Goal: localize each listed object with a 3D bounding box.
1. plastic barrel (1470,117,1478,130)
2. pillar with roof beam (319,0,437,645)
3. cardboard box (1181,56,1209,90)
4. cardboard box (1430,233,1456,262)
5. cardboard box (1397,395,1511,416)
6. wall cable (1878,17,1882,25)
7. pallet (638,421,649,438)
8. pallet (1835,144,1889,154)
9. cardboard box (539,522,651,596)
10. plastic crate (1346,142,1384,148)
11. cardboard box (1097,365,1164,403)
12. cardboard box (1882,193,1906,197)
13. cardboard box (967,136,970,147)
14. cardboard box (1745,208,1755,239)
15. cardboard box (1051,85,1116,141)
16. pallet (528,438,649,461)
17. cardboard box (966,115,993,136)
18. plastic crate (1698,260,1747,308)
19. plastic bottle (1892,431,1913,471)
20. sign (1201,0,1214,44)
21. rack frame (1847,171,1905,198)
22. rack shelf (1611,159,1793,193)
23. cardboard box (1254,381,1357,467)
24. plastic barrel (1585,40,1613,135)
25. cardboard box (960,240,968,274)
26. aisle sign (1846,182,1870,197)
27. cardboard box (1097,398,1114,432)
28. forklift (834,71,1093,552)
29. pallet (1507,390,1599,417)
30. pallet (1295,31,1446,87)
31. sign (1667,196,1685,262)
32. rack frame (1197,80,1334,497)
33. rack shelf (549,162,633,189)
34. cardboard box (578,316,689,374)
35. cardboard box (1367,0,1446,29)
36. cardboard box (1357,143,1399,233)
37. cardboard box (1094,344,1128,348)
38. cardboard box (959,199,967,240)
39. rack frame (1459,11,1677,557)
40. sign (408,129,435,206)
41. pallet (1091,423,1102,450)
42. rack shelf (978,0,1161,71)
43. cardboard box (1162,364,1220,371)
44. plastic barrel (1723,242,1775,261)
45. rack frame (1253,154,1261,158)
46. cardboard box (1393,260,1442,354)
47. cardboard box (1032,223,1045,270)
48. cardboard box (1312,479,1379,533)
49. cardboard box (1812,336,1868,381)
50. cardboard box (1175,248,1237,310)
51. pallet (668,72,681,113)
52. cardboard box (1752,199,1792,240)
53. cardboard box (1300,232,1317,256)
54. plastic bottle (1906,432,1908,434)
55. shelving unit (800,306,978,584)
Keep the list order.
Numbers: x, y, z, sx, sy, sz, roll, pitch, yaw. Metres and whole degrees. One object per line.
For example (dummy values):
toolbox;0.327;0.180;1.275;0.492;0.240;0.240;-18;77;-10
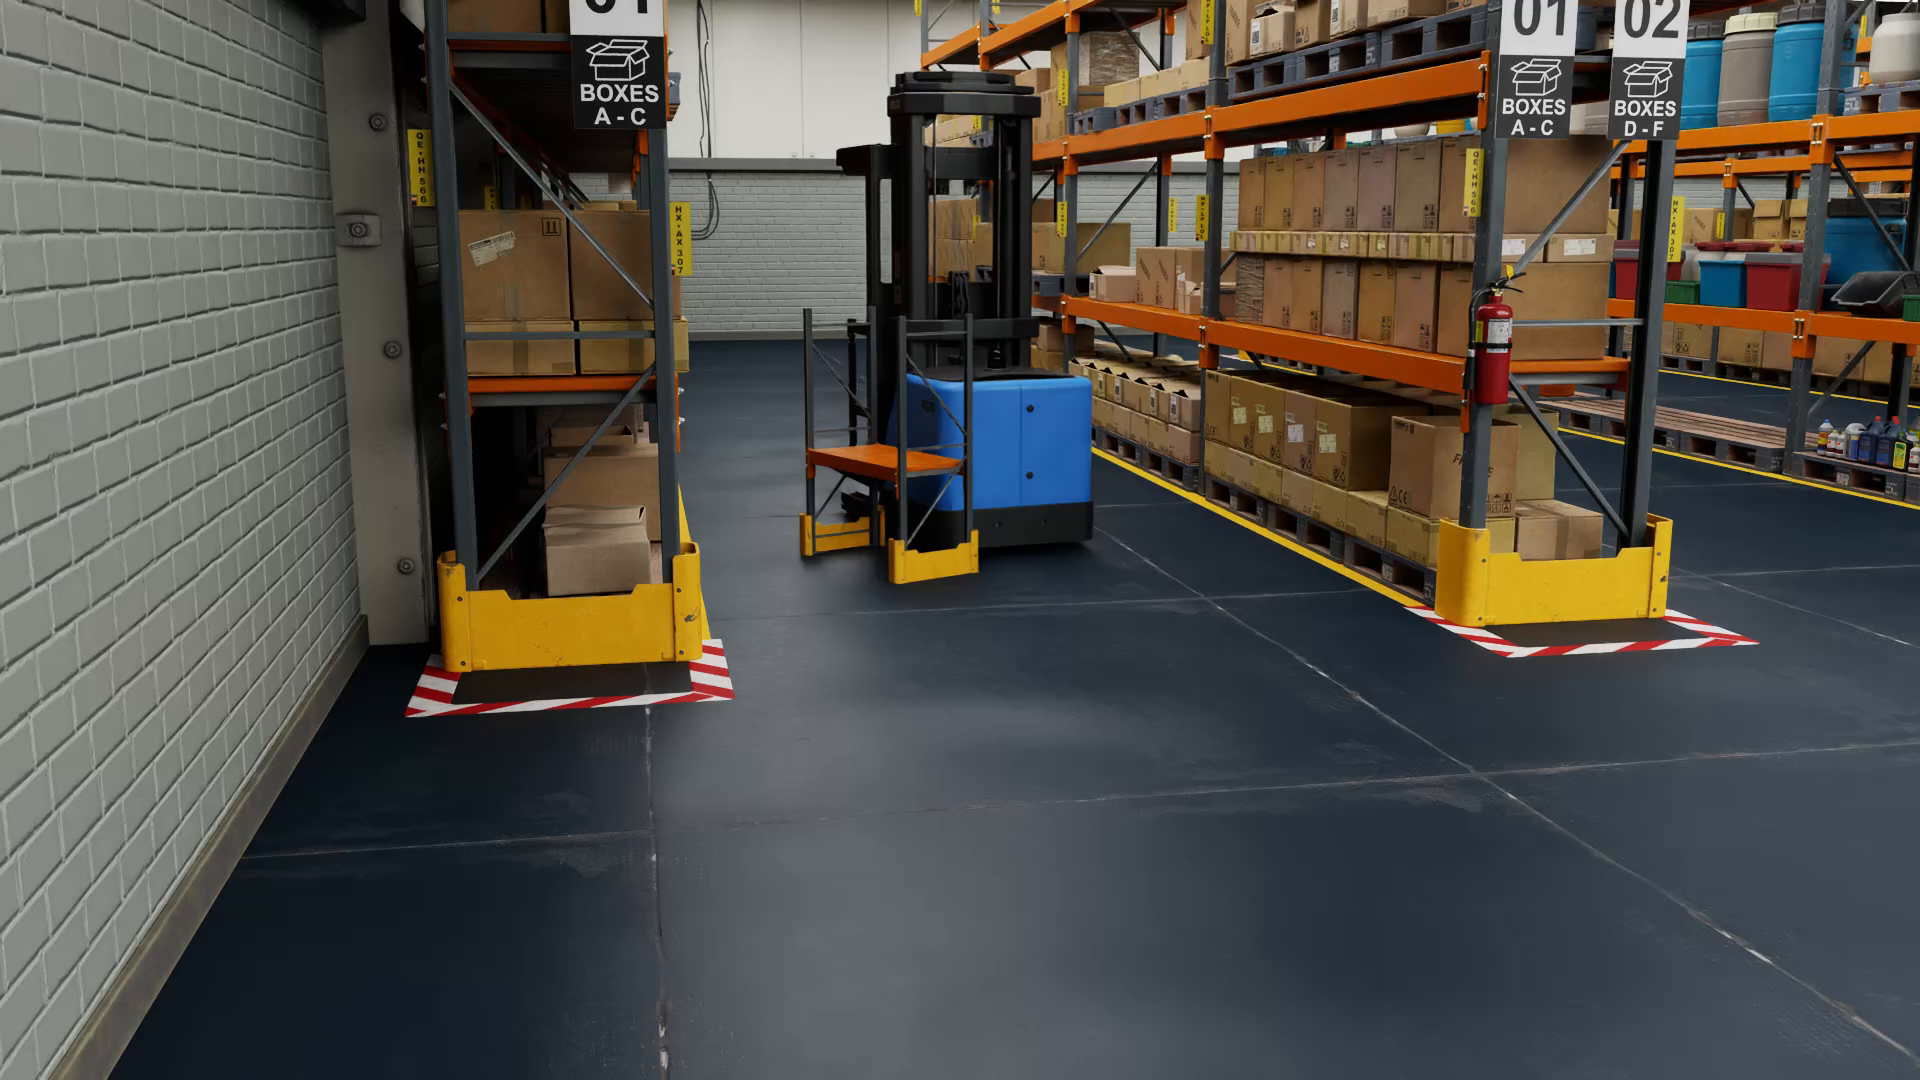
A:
plastic barrel;5.877;-4.804;18.404;0.433;0.535;0.433;0;11;0
pillar with roof beam;1.446;-4.111;8.226;9.100;9.000;0.400;-2;11;-11
cardboard box;2.069;-3.645;13.078;0.500;0.250;0.500;-3;11;-17
cardboard box;2.753;-1.570;8.919;0.380;0.149;0.250;-2;11;-10
cardboard box;2.971;-0.604;10.073;0.500;0.500;0.500;-2;11;-11
wall cable;18.011;-8.725;32.472;0.463;3.000;0.029;-2;11;-11
pallet;-3.197;-0.864;14.671;1.003;0.211;1.213;-2;11;-11
pallet;10.831;-4.620;19.428;1.003;0.211;1.213;-2;11;-8
cardboard box;-1.838;0.065;8.349;0.500;0.311;0.500;-3;11;-17
plastic crate;5.213;-4.907;21.001;0.450;0.188;0.662;-2;11;-11
cardboard box;1.532;-1.393;14.722;0.500;0.311;0.500;-2;11;-13
cardboard box;14.489;-5.049;25.463;0.500;0.500;0.500;-2;11;-9
cardboard box;0.377;-4.771;20.120;0.500;0.250;0.500;-2;11;-11
cardboard box;10.608;-4.189;22.284;0.500;0.500;0.500;-2;11;-11
cardboard box;1.393;-4.160;16.238;0.910;0.500;0.500;-2;11;-11
pallet;-2.963;-0.641;13.498;1.003;0.211;1.213;-2;11;-11
cardboard box;0.372;-5.016;20.072;0.500;0.250;0.500;-2;11;-11
plastic crate;6.628;-2.187;14.207;0.392;0.384;0.575;-2;11;-11
plastic bottle;6.926;-0.656;12.209;0.061;0.283;0.133;-2;11;-8
sign;1.758;-3.685;11.788;0.100;0.325;0.005;-2;11;-11
rack frame;14.557;-4.547;26.562;1.000;3.000;0.127;-2;11;-11
rack shelf;10.061;-5.138;23.572;1.077;0.370;4.000;-2;11;-11
cardboard box;2.266;-0.769;10.937;0.500;0.500;0.500;-2;11;-11
plastic barrel;6.317;-4.299;15.897;0.600;0.901;0.600;0;11;0
cardboard box;0.282;-3.518;20.888;0.500;0.500;0.500;-2;11;-9
aisle sign;14.249;-5.826;26.332;0.394;0.787;0.004;-2;11;-11
cardboard box;1.530;-1.120;14.787;0.500;0.250;0.500;-2;11;-13
forklift;-0.180;-1.599;11.260;1.130;2.935;3.031;-4;12;-21
pallet;6.176;-1.511;18.069;1.003;0.211;1.213;-2;11;-11
pallet;2.714;-2.876;9.997;1.003;0.211;1.213;-2;11;-11
sign;3.612;-1.574;8.417;0.100;0.325;0.005;-2;11;-11
rack frame;2.289;-1.824;12.260;1.000;3.000;0.127;-2;11;-11
rack shelf;-4.515;-4.598;20.732;1.077;0.370;4.000;-2;11;-11
cardboard box;-1.575;-0.947;7.998;0.500;0.250;0.500;-2;11;-13
cardboard box;2.584;-2.967;9.146;0.500;0.250;0.500;-2;11;-11
cardboard box;2.772;-2.062;9.769;0.700;0.500;0.500;-2;11;-11
cardboard box;1.502;-1.828;17.788;0.500;0.500;0.500;-2;11;-12
cardboard box;0.278;-4.009;20.797;0.500;0.500;0.500;-2;11;-12
rack frame;3.067;-1.091;8.405;1.000;3.000;0.127;-2;11;-11
sign;-2.340;-1.618;7.231;0.100;0.325;0.005;-2;11;-11
pallet;1.632;-1.036;15.574;1.003;0.211;1.213;-2;11;-11
rack shelf;1.122;-5.322;17.585;1.077;0.370;4.000;-2;11;-11
cardboard box;2.057;-1.414;14.835;0.500;0.311;0.500;-2;11;-11
plastic barrel;7.034;-2.389;14.861;0.433;0.535;0.433;0;11;0
rack frame;4.814;-4.205;24.766;1.000;3.000;0.127;-2;11;-11
cardboard box;2.881;-1.322;9.353;0.700;0.500;0.500;-2;11;-10
cardboard box;1.137;-3.225;18.229;0.700;0.500;0.500;-5;12;-25
cardboard box;2.464;-0.217;10.044;0.500;0.250;0.500;-2;11;-11
cardboard box;10.949;-2.371;19.692;1.225;0.875;0.875;-2;11;-11
cardboard box;2.053;-2.112;13.501;0.500;0.500;0.500;-1;11;-7
pallet;-2.585;-3.142;11.662;1.213;0.211;1.003;-2;11;-11
cardboard box;10.583;-4.076;21.141;0.797;0.503;0.637;-2;11;-12
cardboard box;2.405;-1.900;10.653;0.380;0.149;0.250;-2;11;-13
plastic bottle;7.524;-0.790;13.133;0.097;0.201;0.097;0;11;0
shelving unit;-0.438;-0.599;9.834;0.587;1.500;1.083;-8;13;-35
